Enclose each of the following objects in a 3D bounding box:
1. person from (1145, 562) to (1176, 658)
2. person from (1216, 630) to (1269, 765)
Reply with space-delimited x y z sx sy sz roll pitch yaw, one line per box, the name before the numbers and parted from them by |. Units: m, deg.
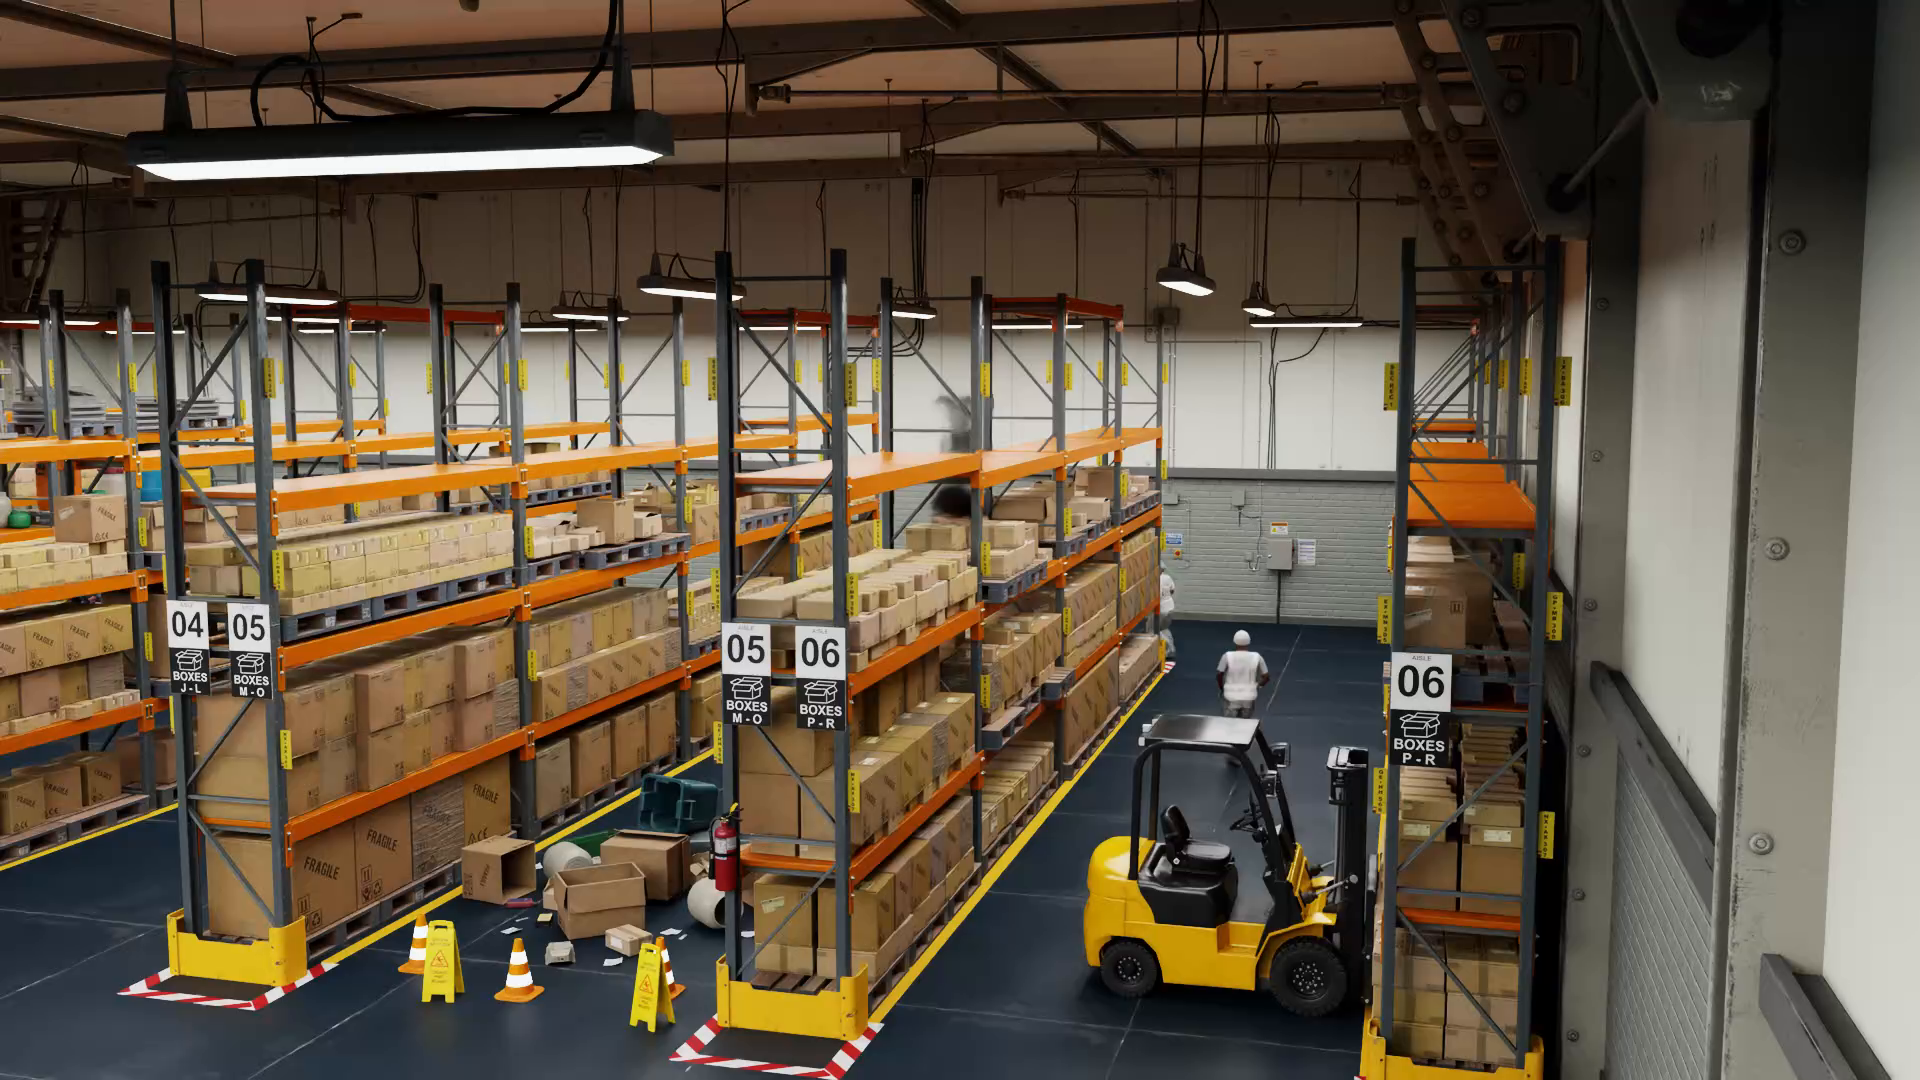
person | 3.464 1.207 29.284 0.674 1.732 0.594 -6 8 -43
person | 3.634 2.032 21.457 0.685 1.741 0.597 0 6 4
